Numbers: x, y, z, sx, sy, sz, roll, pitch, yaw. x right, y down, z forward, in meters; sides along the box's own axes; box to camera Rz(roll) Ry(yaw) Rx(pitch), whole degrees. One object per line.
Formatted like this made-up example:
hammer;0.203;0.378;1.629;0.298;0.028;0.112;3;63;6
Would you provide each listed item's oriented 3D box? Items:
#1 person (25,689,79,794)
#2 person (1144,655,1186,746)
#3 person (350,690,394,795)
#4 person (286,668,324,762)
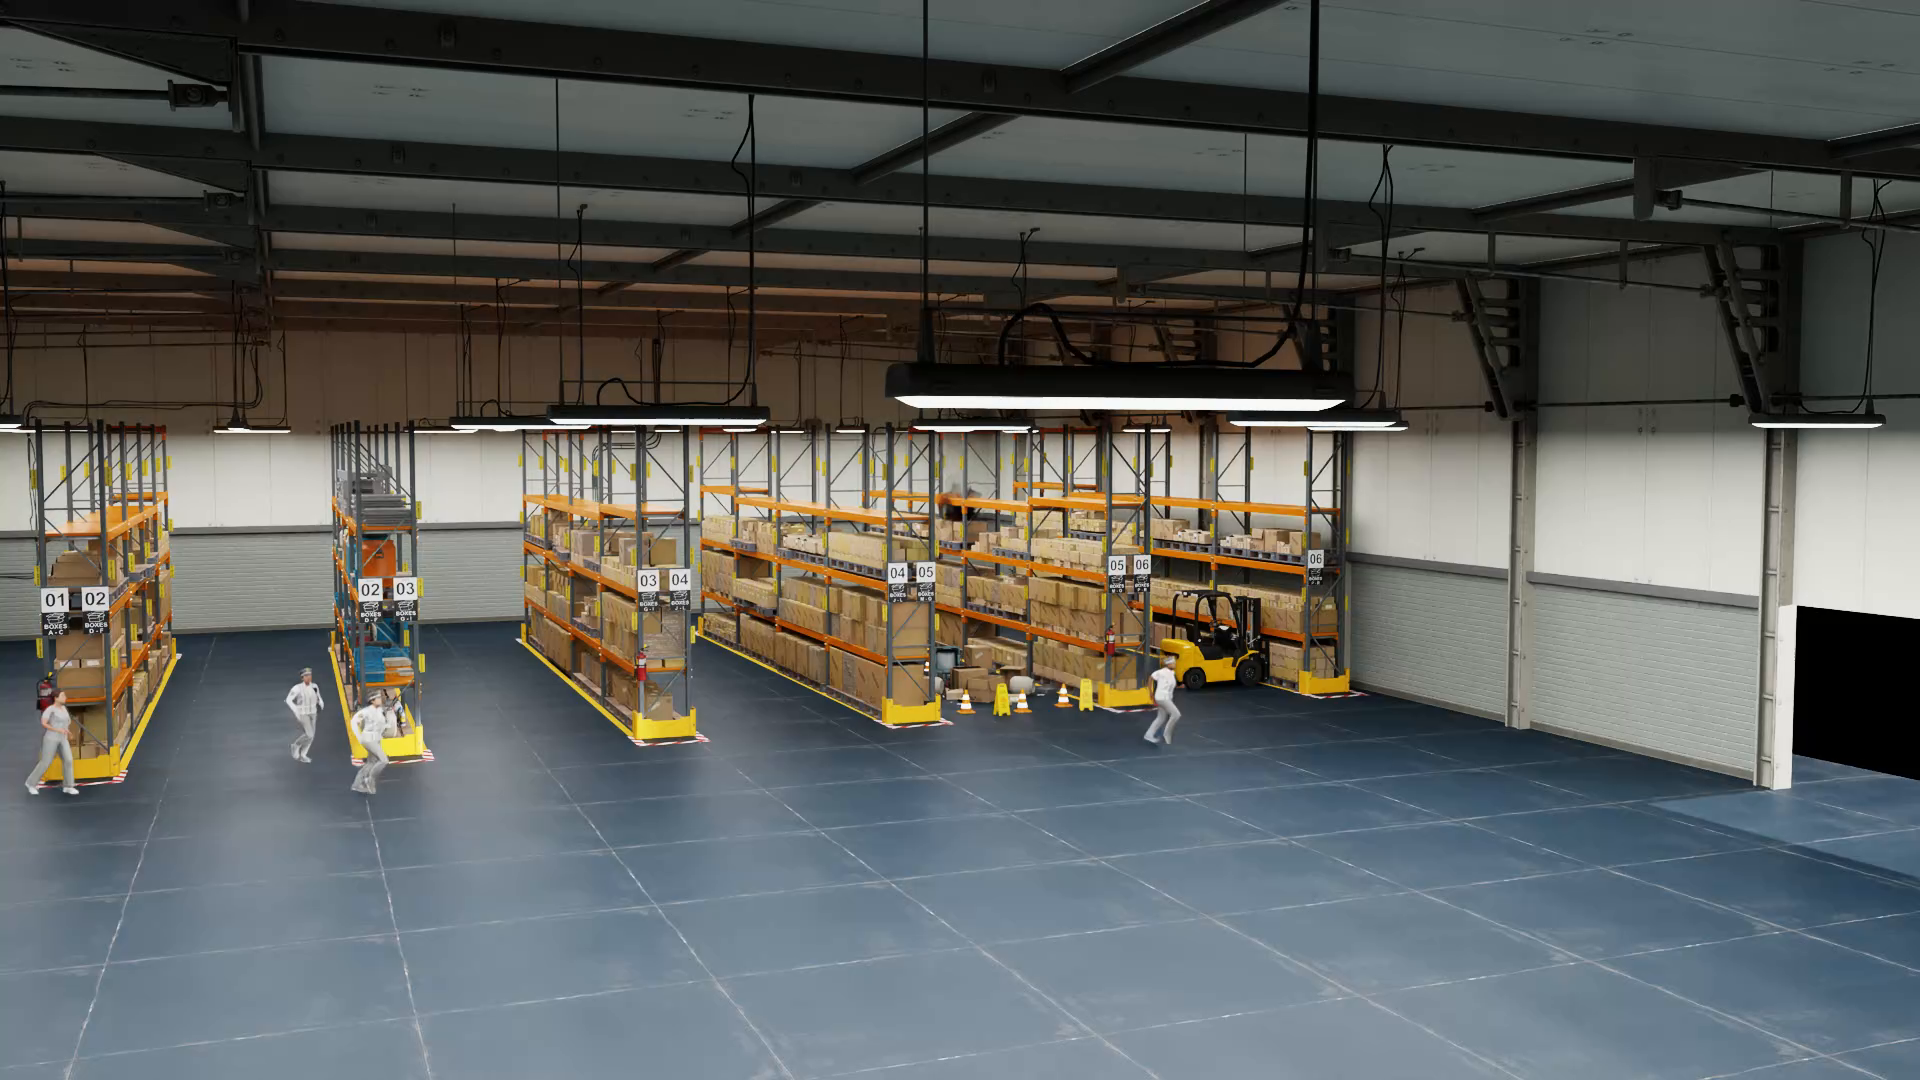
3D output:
person;-14.385;3.200;26.544;0.907;1.649;0.624;1;4;13
person;3.779;2.960;30.727;0.797;1.677;0.603;2;4;28
person;-9.374;3.225;26.536;0.693;1.674;0.599;0;4;7
person;-11.438;3.069;29.194;0.556;1.665;0.602;3;4;35
